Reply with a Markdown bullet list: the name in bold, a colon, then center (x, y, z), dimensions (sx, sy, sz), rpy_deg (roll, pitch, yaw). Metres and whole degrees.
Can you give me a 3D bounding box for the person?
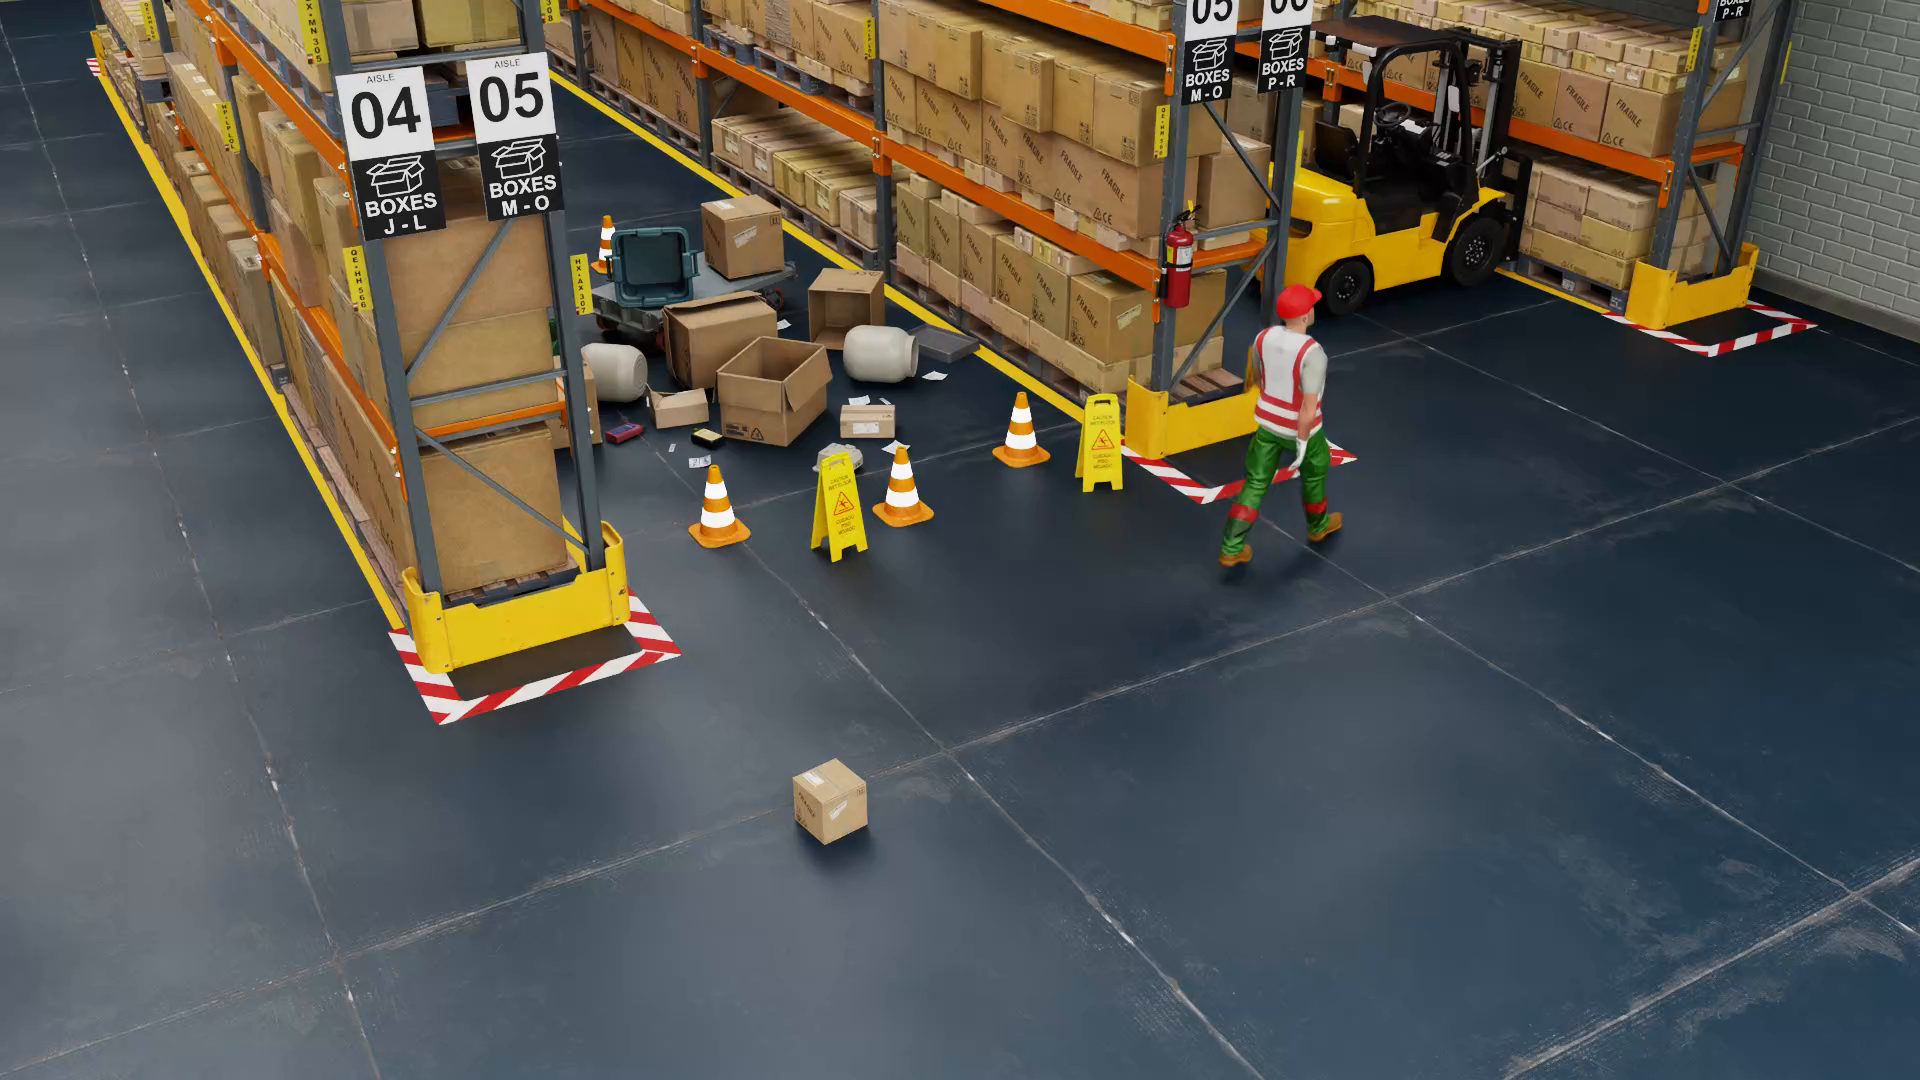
- **person**: center (1.958, -0.705, 9.833), dimensions (0.527, 1.743, 1.057), rpy_deg (24, 37, 36)
